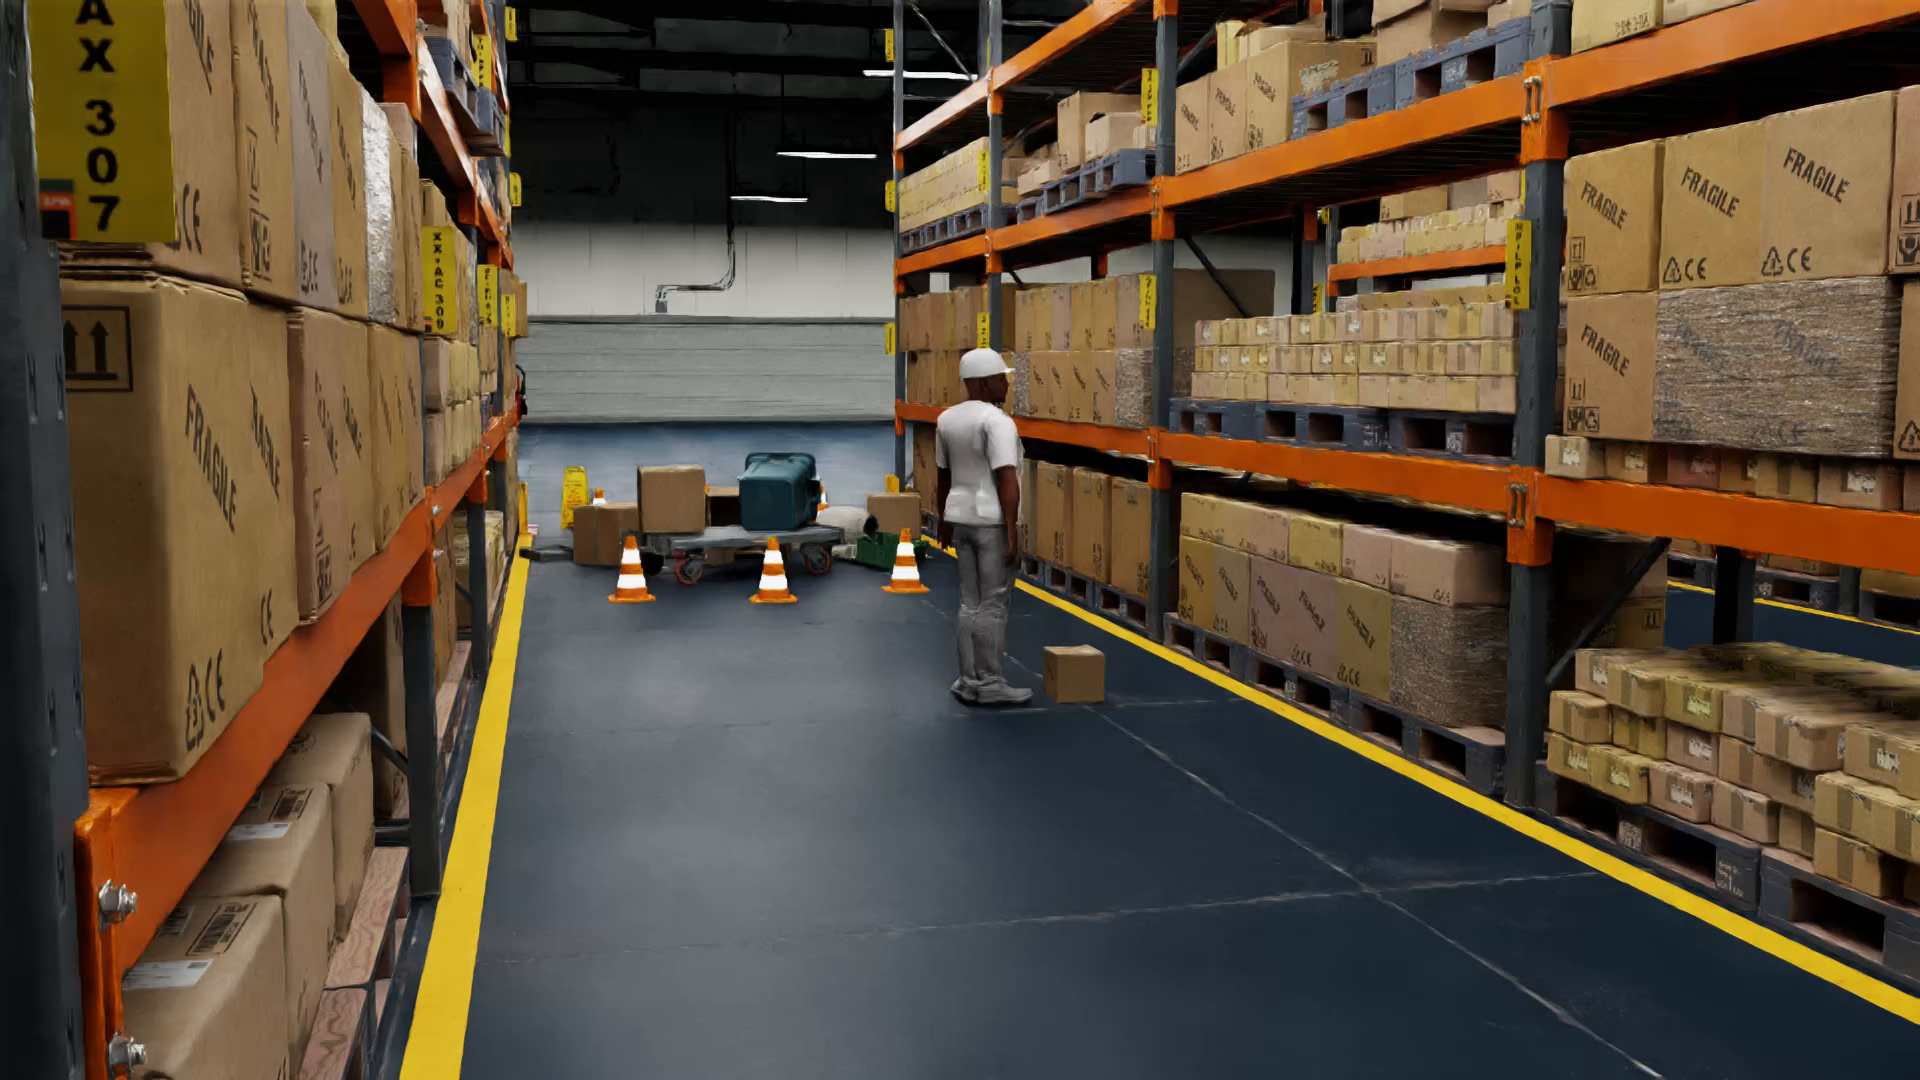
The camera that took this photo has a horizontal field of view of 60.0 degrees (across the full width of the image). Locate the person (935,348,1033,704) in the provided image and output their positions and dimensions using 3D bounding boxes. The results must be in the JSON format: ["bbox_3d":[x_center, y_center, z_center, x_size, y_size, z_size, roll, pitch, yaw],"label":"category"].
[{"bbox_3d":[0.099,-0.079,8.413,0.347,1.769,0.722,-5,8,-41],"label":"person"}]
